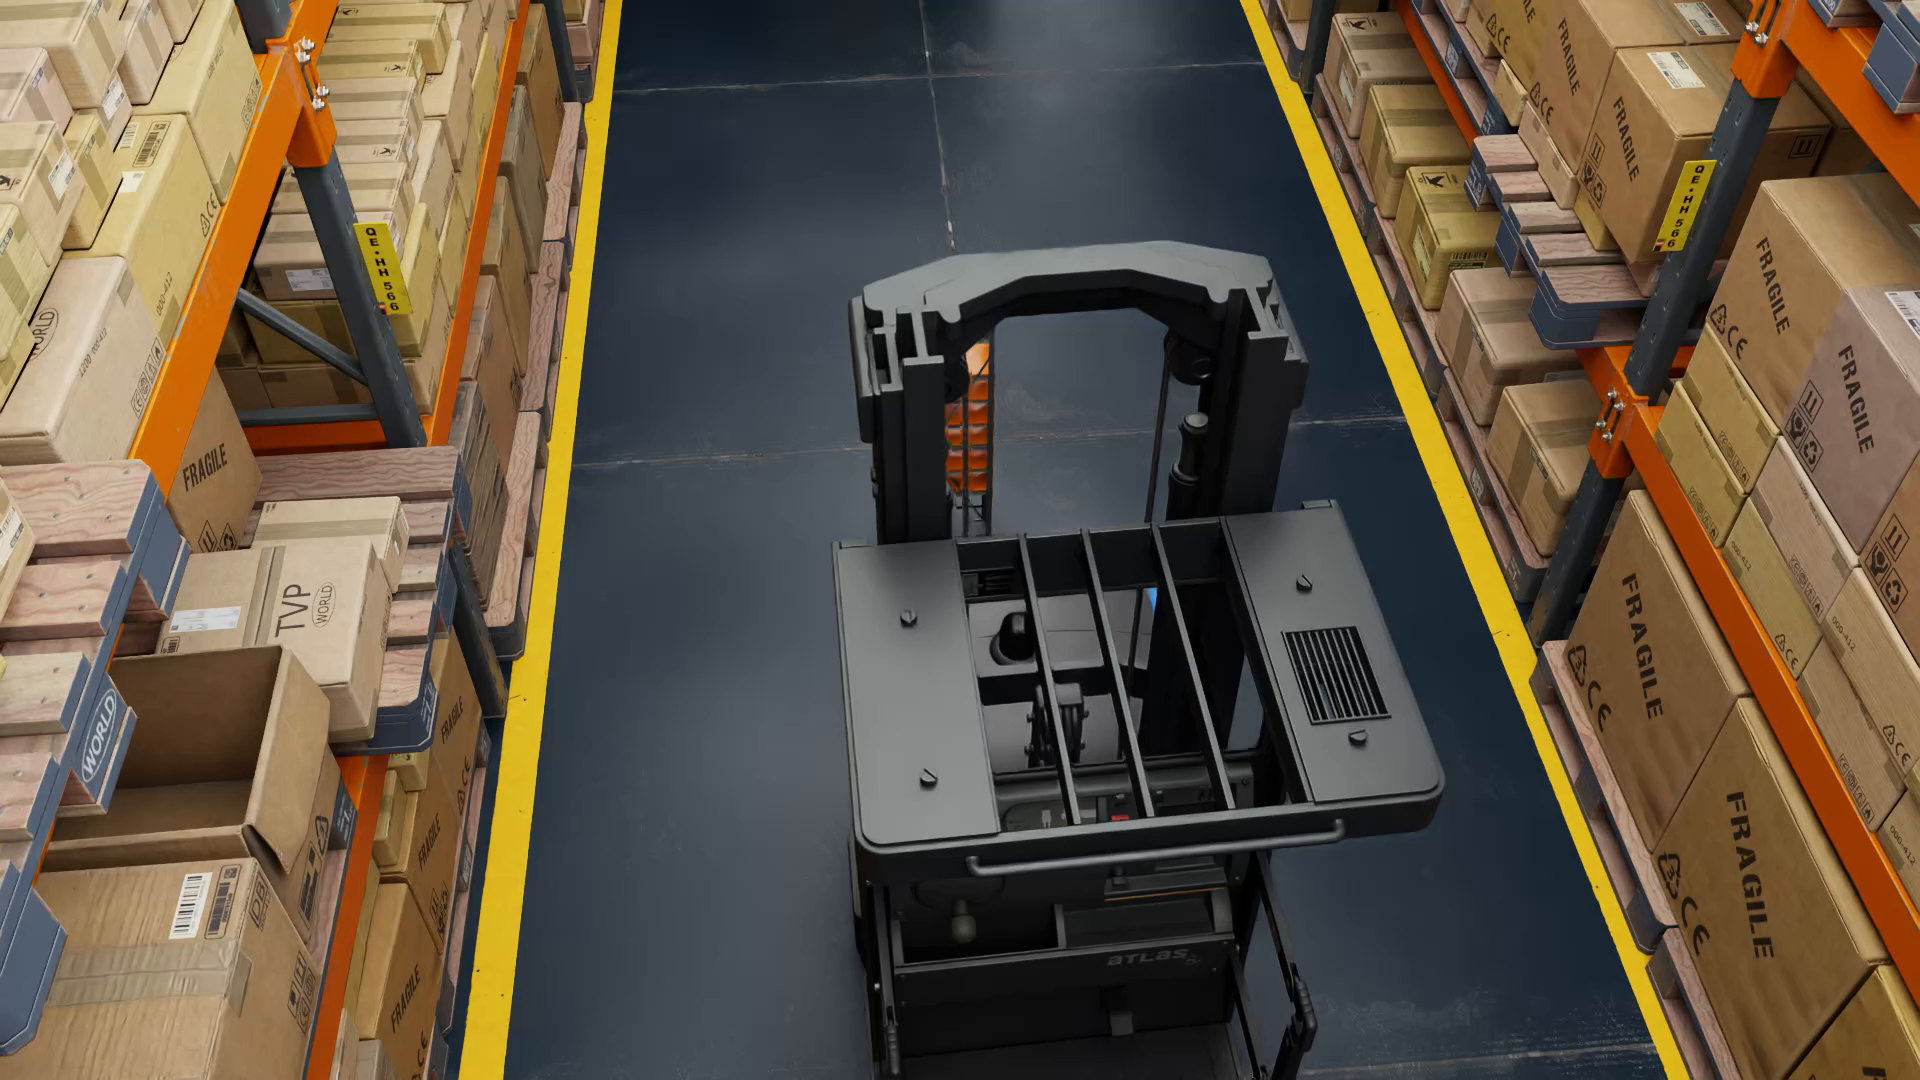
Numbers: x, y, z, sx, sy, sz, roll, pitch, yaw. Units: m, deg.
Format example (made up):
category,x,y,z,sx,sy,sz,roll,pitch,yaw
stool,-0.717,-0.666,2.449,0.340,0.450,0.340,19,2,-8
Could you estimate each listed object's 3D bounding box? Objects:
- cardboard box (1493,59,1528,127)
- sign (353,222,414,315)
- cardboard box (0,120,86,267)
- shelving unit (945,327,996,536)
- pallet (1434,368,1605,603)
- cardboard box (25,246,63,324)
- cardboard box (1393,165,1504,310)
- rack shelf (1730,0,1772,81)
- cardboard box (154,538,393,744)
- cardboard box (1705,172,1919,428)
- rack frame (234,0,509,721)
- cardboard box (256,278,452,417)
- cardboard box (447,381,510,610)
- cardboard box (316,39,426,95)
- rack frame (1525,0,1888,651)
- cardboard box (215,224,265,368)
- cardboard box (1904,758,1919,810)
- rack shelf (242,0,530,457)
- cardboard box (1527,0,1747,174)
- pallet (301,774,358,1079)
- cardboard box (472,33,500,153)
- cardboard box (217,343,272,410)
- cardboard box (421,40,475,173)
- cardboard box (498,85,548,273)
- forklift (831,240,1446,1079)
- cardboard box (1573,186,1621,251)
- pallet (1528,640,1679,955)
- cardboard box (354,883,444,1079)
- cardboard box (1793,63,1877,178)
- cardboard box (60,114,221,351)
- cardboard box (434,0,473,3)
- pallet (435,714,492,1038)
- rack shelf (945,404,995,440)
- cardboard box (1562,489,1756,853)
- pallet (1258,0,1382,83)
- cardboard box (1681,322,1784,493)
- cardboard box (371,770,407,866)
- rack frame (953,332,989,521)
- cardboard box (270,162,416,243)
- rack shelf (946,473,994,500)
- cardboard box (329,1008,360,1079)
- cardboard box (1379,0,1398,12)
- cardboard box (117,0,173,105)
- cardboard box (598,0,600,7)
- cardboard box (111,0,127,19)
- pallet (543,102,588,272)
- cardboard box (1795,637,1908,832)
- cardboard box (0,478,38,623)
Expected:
category,x,y,z,sx,sy,sz,roll,pitch,yaw
cardboard box,2.262,-1.708,6.322,0.380,0.149,0.250,-3,47,-3
sign,-1.672,-0.783,4.819,0.100,0.325,0.005,-3,47,-3
cardboard box,-1.803,-0.605,2.951,0.380,0.149,0.250,-4,47,-4
shelving unit,-0.001,-0.423,6.461,0.258,1.200,0.189,-3,47,-3
pallet,2.670,-0.283,7.010,1.003,0.211,1.213,-3,47,-3
cardboard box,-1.908,-0.507,3.063,0.380,0.149,0.250,-3,47,-3
cardboard box,2.569,-1.409,7.676,0.950,0.372,0.625,-2,47,-2
rack shelf,2.567,-2.908,6.004,1.077,0.370,4.000,-3,47,-3
cardboard box,-1.801,0.278,4.371,0.500,0.250,0.500,-5,47,-5
cardboard box,2.532,-0.683,4.710,0.500,0.500,0.500,-5,47,-5
rack frame,-2.212,-0.372,5.173,1.000,3.000,0.127,-3,47,-3
cardboard box,-2.005,-0.657,5.546,0.500,0.250,0.500,-3,47,-3
cardboard box,-2.250,-0.152,6.311,0.875,0.625,0.625,-2,47,-2
cardboard box,-2.101,-1.624,5.843,0.380,0.149,0.250,-3,47,-3
rack frame,2.734,-0.677,5.462,1.000,3.000,0.127,-3,47,-3
cardboard box,-2.526,-0.801,5.338,0.500,0.250,0.500,-3,47,-2
cardboard box,2.631,0.688,3.928,0.500,0.250,0.500,-3,47,-3
rack shelf,-2.379,-1.572,6.805,1.077,0.370,4.000,-3,47,-3
cardboard box,2.365,-1.643,5.814,0.500,0.500,0.500,-4,47,-4
pallet,-2.044,1.100,3.911,1.003,0.211,1.213,-3,47,-3
cardboard box,-2.134,-1.769,6.599,0.500,0.250,0.500,-2,47,-2
cardboard box,-2.504,-0.631,5.521,0.500,0.250,0.500,-4,47,-4
cardboard box,-2.072,-1.571,6.067,0.500,0.250,0.500,-5,47,-4
cardboard box,-2.434,-1.656,7.735,0.875,0.625,0.625,-4,47,-4
forklift,0.304,0.884,4.031,1.130,2.935,3.031,-5,47,-5
cardboard box,2.378,-1.147,5.791,0.380,0.149,0.250,-3,47,-3
pallet,2.725,0.857,5.929,1.003,0.211,1.213,-3,47,-3
cardboard box,-1.884,1.377,4.949,0.500,0.500,0.500,-2,47,-2
cardboard box,2.927,-1.298,5.486,0.500,0.500,0.500,-5,47,-4
cardboard box,-1.884,-0.632,3.457,0.500,0.250,0.500,-3,47,-3
cardboard box,-2.061,-2.180,6.370,0.380,0.149,0.250,-5,47,-4
pallet,-2.187,1.129,5.672,1.003,0.211,1.213,-3,47,-3
rack shelf,-0.001,-0.475,6.406,0.258,0.103,0.180,-3,47,-3
cardboard box,2.709,0.414,5.602,0.875,0.875,0.875,-4,47,-4
pallet,2.308,-3.096,9.673,1.003,0.211,1.213,-3,47,-3
cardboard box,2.530,-0.416,4.973,0.500,0.250,0.500,-4,47,-4
cardboard box,-1.886,0.850,5.001,0.380,0.149,0.250,-5,47,-5
rack frame,-0.009,-0.489,6.523,0.240,1.200,0.006,-3,47,-3
cardboard box,-1.969,-1.071,5.320,0.380,0.149,0.250,-3,47,-2
rack shelf,-0.001,-0.227,6.667,0.258,0.103,0.180,-3,47,-3
cardboard box,-1.835,1.423,4.459,0.380,0.149,0.250,-6,47,-5
cardboard box,2.619,-3.213,9.468,0.500,0.250,0.500,-5,47,-5
cardboard box,-1.940,-1.059,3.586,0.380,0.149,0.250,-4,47,-4
cardboard box,-2.315,-3.202,9.458,0.500,0.250,0.500,-4,47,-4
cardboard box,-1.972,-1.164,3.481,0.380,0.149,0.250,-5,47,-5
pallet,-2.446,-1.777,8.424,1.003,0.211,1.213,-3,47,-3
cardboard box,2.623,0.494,4.456,0.500,0.250,0.500,-2,47,-2
cardboard box,-1.660,0.047,2.525,0.380,0.149,0.250,-3,47,-2
